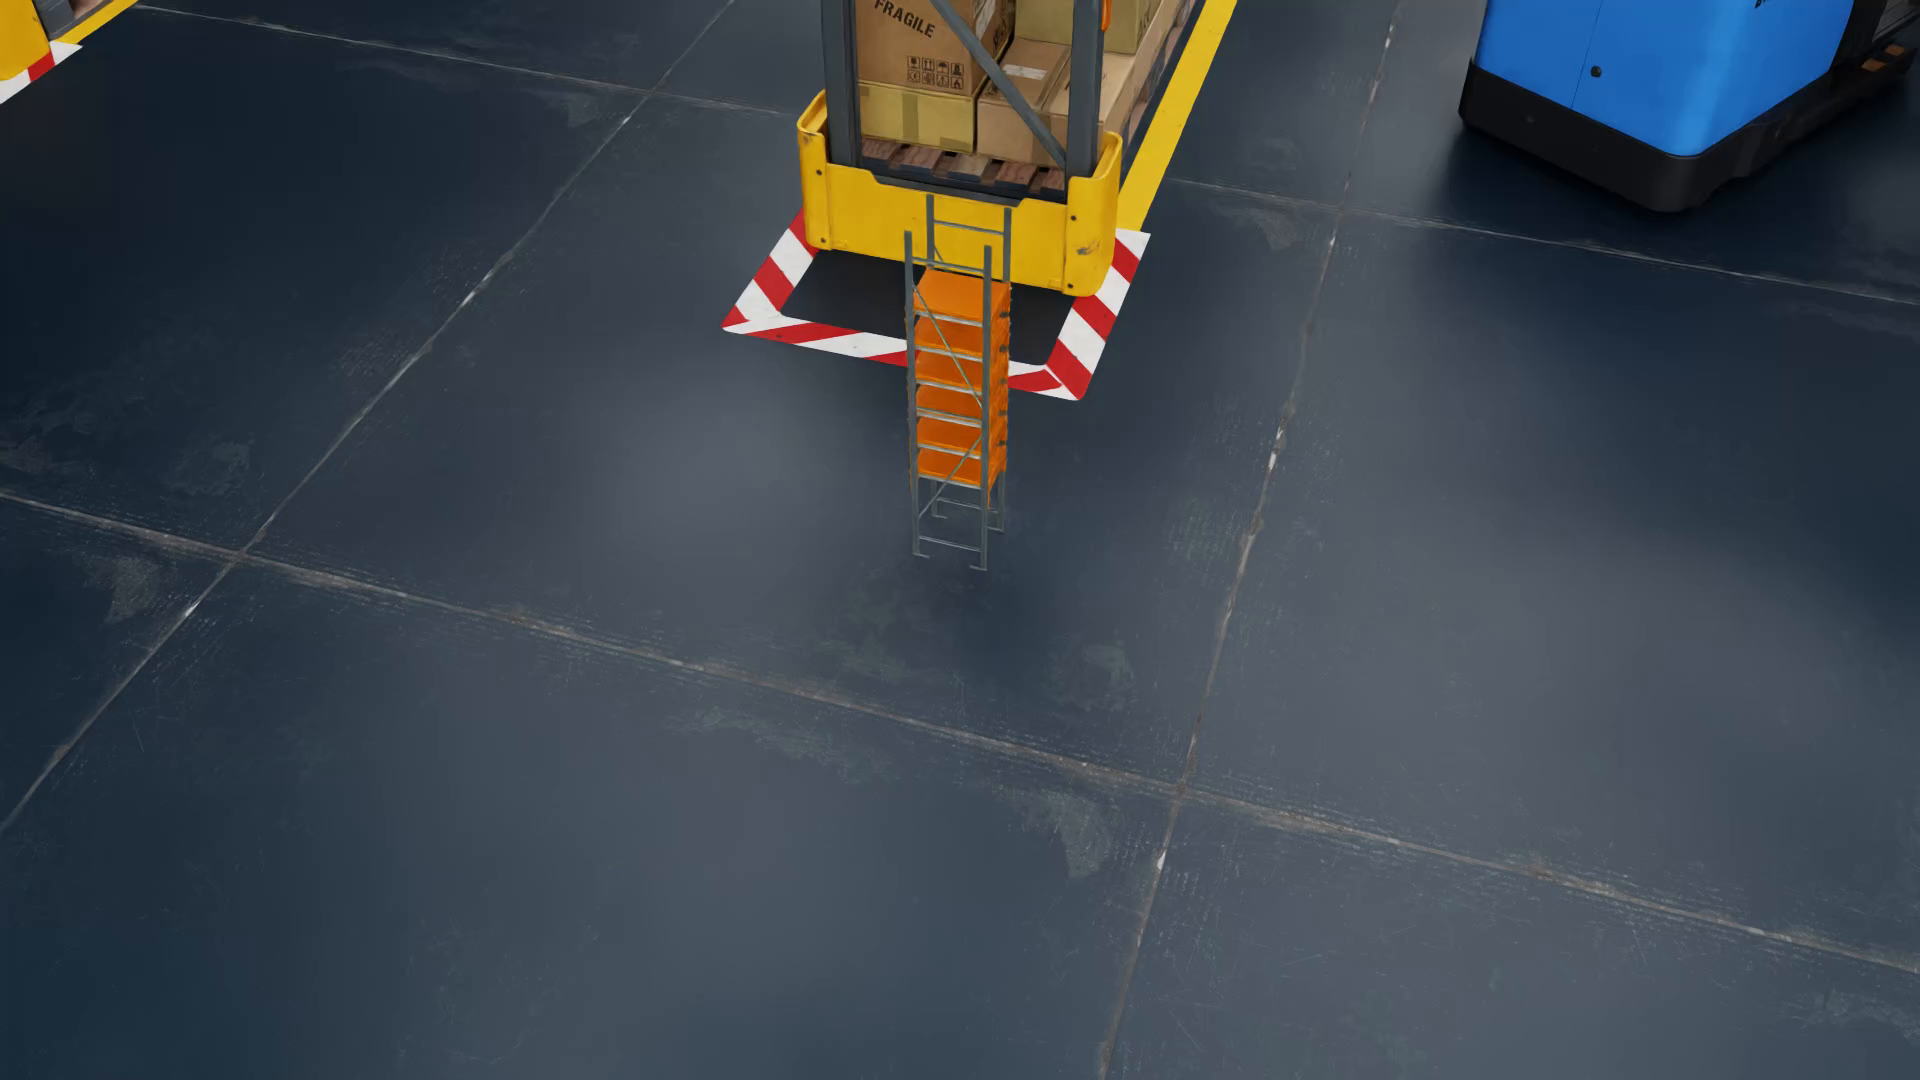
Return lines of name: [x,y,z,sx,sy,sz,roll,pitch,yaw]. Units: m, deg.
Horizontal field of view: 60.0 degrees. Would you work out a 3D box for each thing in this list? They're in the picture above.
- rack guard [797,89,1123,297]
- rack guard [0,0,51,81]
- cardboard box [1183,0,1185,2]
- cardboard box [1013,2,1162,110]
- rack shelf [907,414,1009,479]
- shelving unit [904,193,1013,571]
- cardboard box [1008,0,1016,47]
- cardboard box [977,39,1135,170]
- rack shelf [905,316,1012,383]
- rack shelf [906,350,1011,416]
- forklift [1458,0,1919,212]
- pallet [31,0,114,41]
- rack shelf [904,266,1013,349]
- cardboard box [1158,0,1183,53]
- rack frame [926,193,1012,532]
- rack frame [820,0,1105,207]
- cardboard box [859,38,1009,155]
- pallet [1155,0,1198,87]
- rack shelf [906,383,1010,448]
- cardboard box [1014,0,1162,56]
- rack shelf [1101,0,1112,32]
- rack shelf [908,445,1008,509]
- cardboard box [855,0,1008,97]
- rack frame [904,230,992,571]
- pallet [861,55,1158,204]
rack guard: [-0.005,-1.308,6.229,1.175,0.500,0.348,13,46,13]
rack guard: [-4.697,-2.421,7.367,1.175,0.500,0.348,13,46,13]
cardboard box: [0.833,-2.695,7.525,0.500,0.250,0.500,13,46,13]
cardboard box: [0.525,-2.029,6.845,0.500,0.250,0.500,13,46,13]
rack shelf: [-0.004,-0.302,4.936,0.258,0.103,0.180,13,46,12]
shelving unit: [-0.004,-0.419,4.821,0.258,1.200,0.189,13,46,12]
cardboard box: [0.023,-2.141,6.959,0.500,0.250,0.500,13,46,13]
cardboard box: [0.377,-1.695,6.503,0.500,0.250,0.500,13,46,13]
rack shelf: [-0.004,-0.559,4.684,0.258,0.103,0.180,13,46,12]
rack shelf: [-0.004,-0.473,4.768,0.258,0.103,0.180,13,46,12]
forklift: [3.531,-3.207,6.432,3.031,2.935,1.130,-31,52,-28]
pallet: [-4.417,-2.852,8.014,1.003,0.211,1.213,13,46,13]
rack shelf: [-0.004,-0.645,4.600,0.258,0.103,0.180,13,46,12]
cardboard box: [0.676,-2.362,7.185,0.500,0.250,0.500,13,46,13]
rack frame: [0.023,-0.480,4.883,0.240,1.200,0.006,13,46,12]
rack frame: [0.002,-2.217,5.371,1.000,3.000,0.127,13,46,13]
cardboard box: [-0.117,-1.805,6.615,0.500,0.250,0.500,13,46,13]
pallet: [0.565,-2.550,7.705,1.003,0.211,1.213,13,46,13]
rack shelf: [-0.004,-0.387,4.852,0.258,0.103,0.180,13,46,12]
cardboard box: [0.526,-2.297,6.582,0.500,0.500,0.500,13,46,13]
rack shelf: [0.608,-3.293,6.985,1.077,0.370,4.000,13,46,13]
rack shelf: [-0.004,-0.216,5.019,0.258,0.103,0.180,13,46,12]
cardboard box: [-0.119,-2.073,6.354,0.500,0.500,0.500,13,46,13]
rack frame: [-0.032,-0.358,4.758,0.240,1.200,0.006,13,46,12]
pallet: [0.194,-1.739,6.877,1.003,0.211,1.213,13,46,13]
